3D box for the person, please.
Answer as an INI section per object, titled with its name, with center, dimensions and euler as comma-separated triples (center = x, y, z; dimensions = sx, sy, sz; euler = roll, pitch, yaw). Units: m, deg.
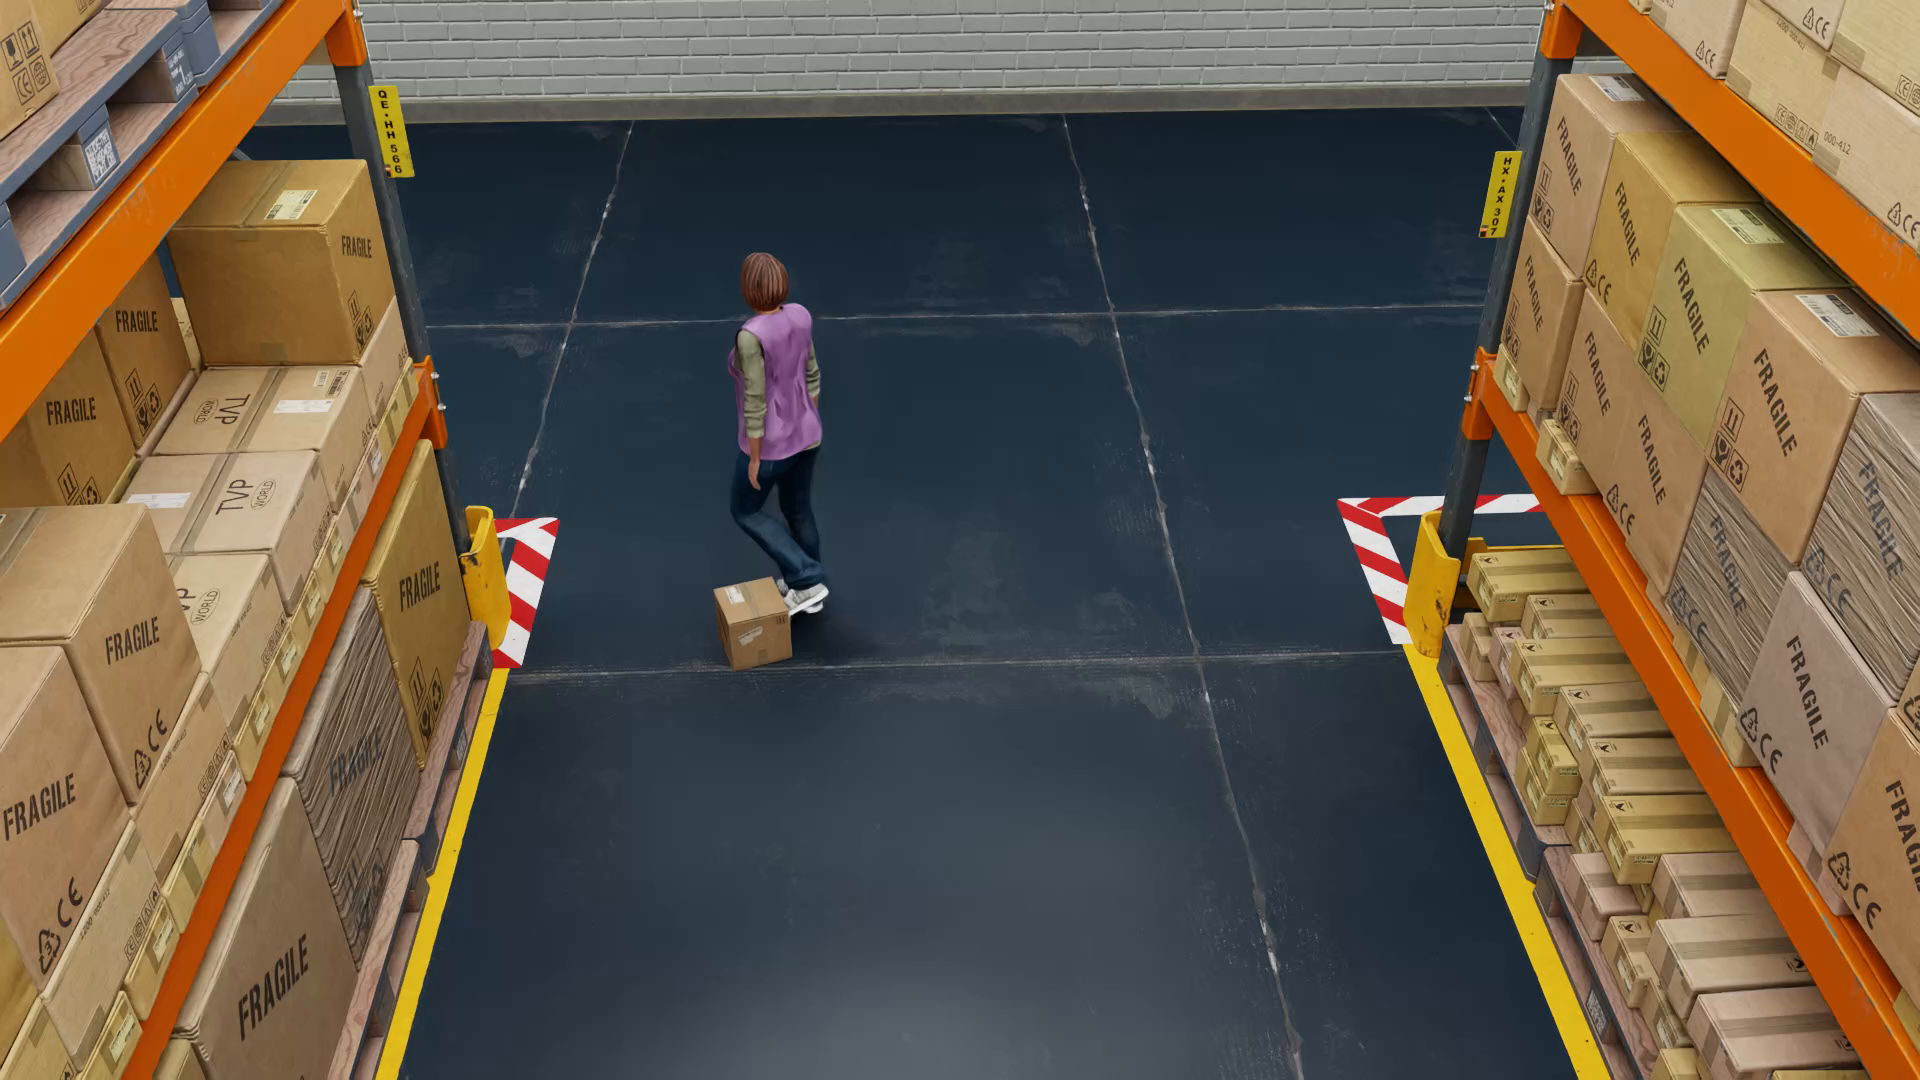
[person]
center = -0.684, -0.372, 6.659
dimensions = 0.463, 1.589, 0.468
euler = 25, 43, 30
